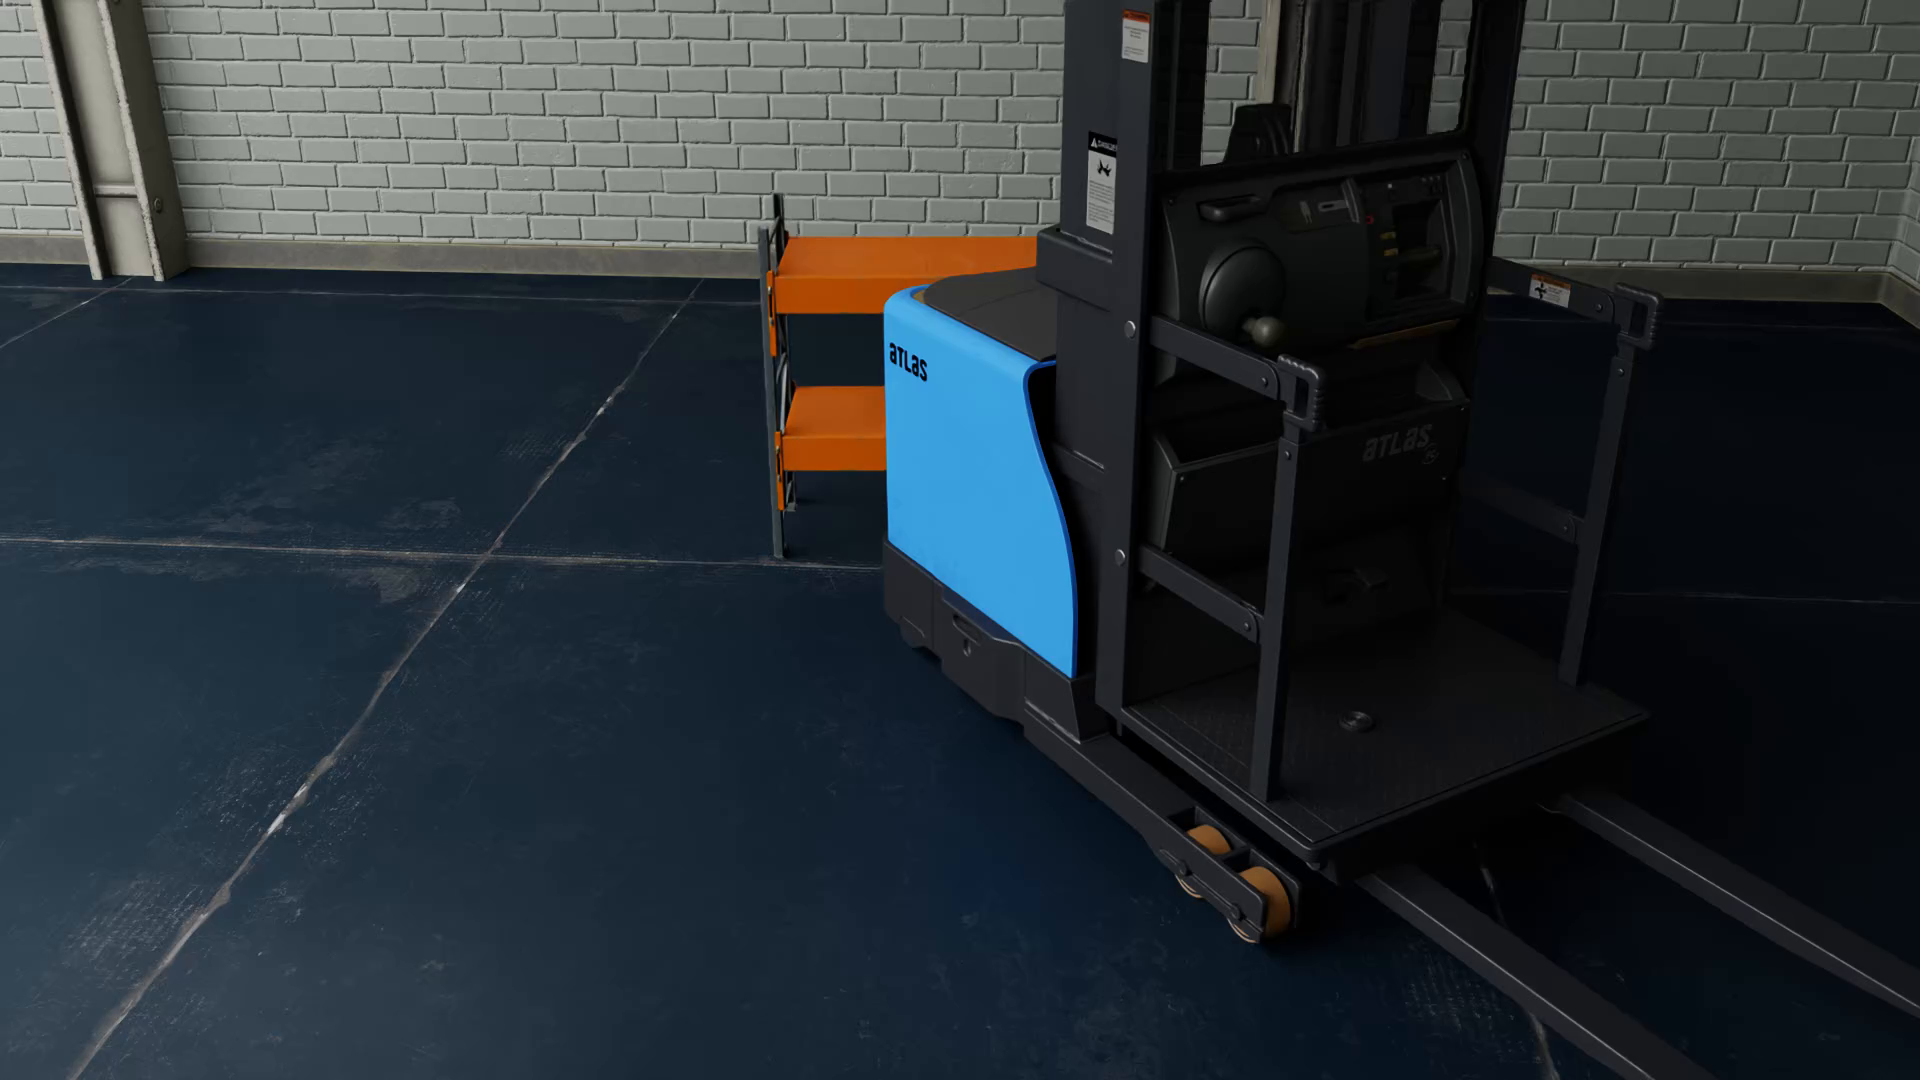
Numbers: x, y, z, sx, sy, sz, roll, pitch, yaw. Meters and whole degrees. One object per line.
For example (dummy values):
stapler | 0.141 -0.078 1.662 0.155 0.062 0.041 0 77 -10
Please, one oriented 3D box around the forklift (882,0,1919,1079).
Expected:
forklift | 0.955 -0.642 3.639 1.130 2.935 3.031 -14 28 -28

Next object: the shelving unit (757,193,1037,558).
shelving unit | -0.103 -0.553 5.607 1.048 1.125 0.538 0 25 0

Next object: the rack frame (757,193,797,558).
rack frame | -0.612 -0.554 5.609 0.032 1.125 0.500 0 25 0

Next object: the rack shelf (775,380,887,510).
rack shelf | -0.103 -0.331 5.709 1.000 0.278 0.538 0 25 0

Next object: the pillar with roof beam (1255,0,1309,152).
pillar with roof beam | 1.309 -3.527 2.649 0.400 9.000 9.100 2 25 4

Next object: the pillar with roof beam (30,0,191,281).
pillar with roof beam | -4.674 -3.719 3.067 0.400 9.000 9.100 2 25 4

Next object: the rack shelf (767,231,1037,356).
rack shelf | -0.103 -0.819 5.485 1.000 0.278 0.538 0 25 0
